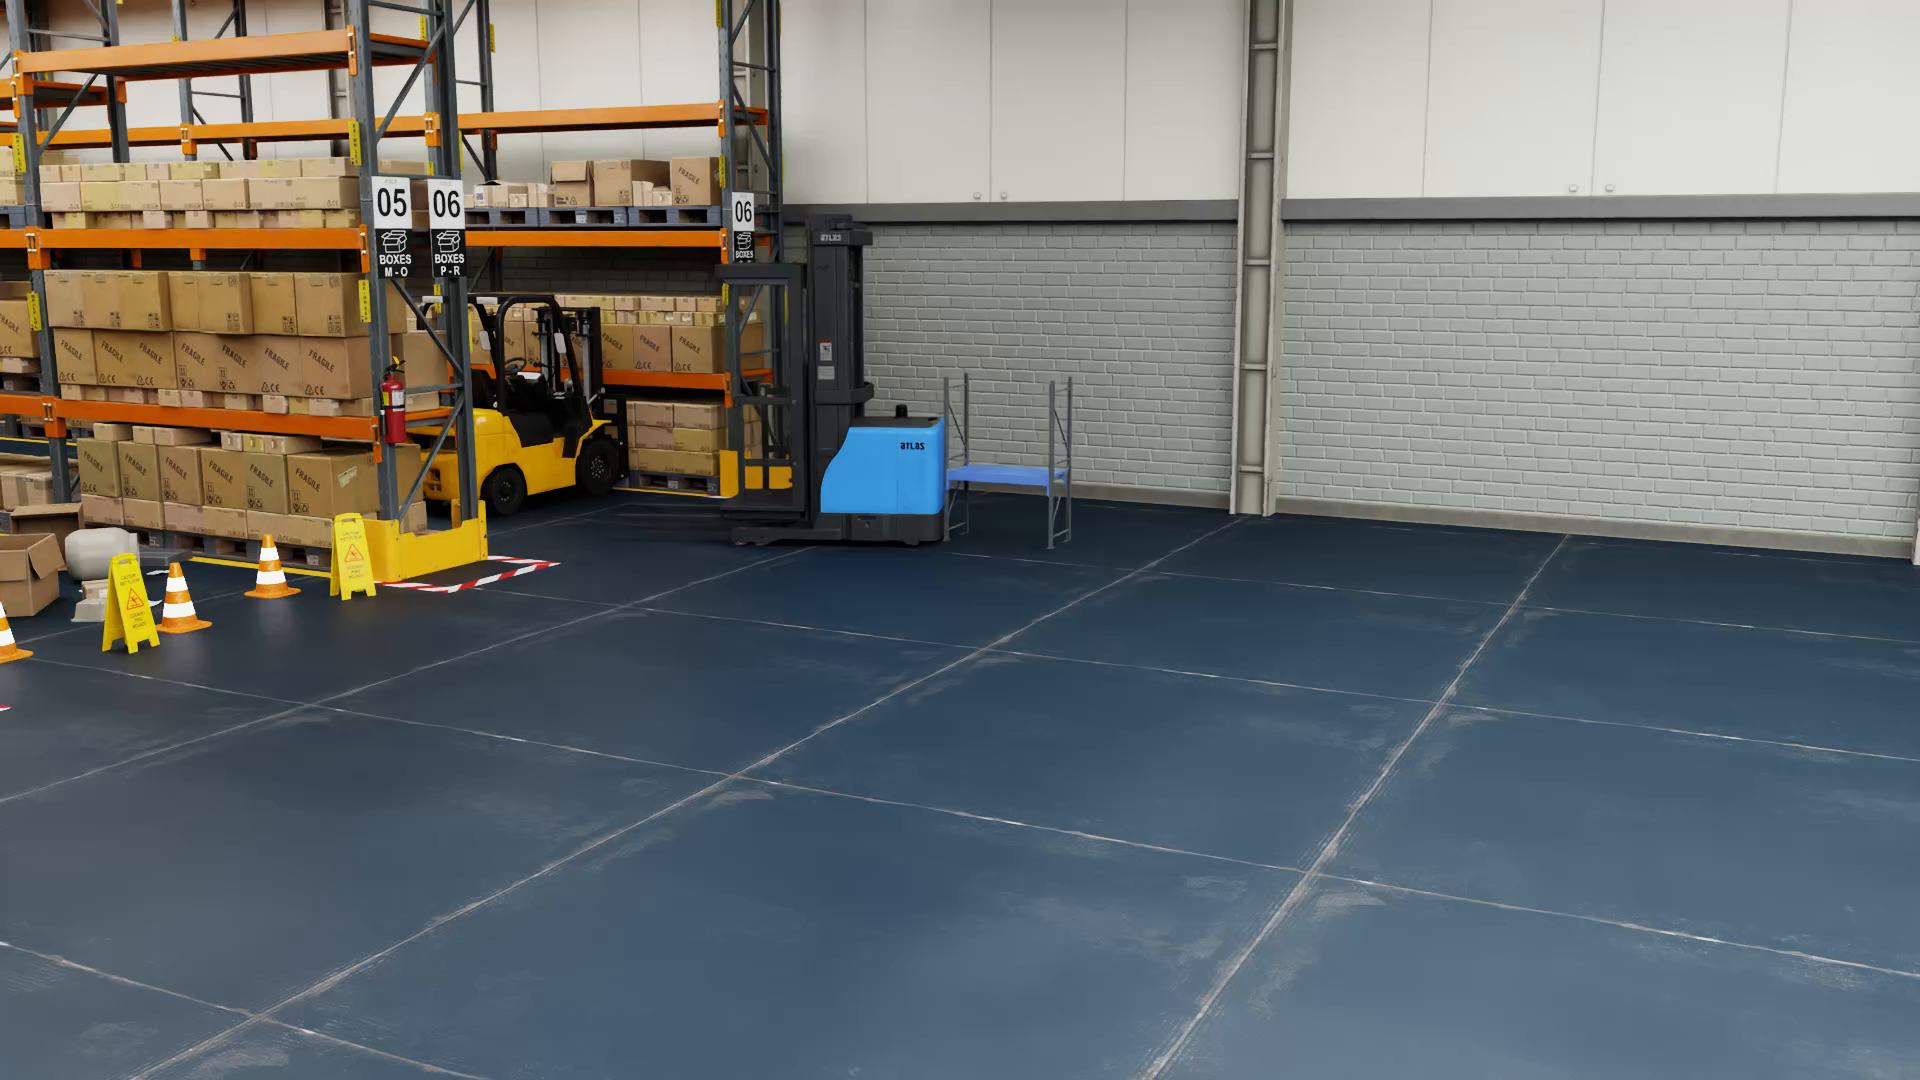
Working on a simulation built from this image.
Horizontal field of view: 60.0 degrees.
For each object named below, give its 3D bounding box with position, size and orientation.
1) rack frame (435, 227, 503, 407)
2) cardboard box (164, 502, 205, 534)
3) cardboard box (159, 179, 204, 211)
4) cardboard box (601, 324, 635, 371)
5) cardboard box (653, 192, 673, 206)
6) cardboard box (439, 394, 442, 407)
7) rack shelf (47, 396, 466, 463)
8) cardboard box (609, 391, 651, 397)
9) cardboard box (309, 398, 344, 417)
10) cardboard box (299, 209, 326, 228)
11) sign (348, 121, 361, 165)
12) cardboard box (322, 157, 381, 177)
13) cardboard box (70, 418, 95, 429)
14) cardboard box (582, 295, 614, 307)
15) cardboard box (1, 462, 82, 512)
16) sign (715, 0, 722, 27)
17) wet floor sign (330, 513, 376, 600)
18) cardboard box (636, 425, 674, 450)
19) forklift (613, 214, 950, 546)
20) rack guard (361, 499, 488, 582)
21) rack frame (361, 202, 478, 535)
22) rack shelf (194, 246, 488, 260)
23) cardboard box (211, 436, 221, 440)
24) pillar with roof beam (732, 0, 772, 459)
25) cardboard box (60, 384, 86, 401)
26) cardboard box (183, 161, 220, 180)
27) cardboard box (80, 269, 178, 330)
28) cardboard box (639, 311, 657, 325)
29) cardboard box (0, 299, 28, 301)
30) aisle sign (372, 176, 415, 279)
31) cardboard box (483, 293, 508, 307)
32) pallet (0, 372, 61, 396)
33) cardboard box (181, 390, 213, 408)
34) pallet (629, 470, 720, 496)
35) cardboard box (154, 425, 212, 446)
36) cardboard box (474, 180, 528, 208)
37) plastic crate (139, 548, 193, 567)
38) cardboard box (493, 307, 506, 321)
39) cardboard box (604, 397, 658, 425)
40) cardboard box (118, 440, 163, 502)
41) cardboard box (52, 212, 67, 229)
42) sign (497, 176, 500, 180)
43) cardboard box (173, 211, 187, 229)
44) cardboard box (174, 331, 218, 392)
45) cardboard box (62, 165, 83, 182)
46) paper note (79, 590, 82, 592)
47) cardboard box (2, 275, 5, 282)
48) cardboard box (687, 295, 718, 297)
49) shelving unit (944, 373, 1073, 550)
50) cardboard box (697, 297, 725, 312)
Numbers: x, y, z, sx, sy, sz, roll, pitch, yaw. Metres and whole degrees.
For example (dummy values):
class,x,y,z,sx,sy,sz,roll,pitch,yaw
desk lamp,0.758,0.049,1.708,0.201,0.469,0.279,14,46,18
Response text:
class,x,y,z,sx,sy,sz,roll,pitch,yaw
rack frame,-5.791,-2.340,19.757,0.127,3.000,1.000,5,11,26
cardboard box,-6.614,-0.229,14.636,0.500,0.250,0.500,5,11,25
cardboard box,-6.347,-2.897,13.998,0.500,0.250,0.500,5,11,26
cardboard box,-3.682,-2.154,18.446,0.500,0.500,0.500,5,11,25
cardboard box,-3.081,-3.650,17.817,0.250,0.149,0.380,5,11,24
cardboard box,-6.264,-1.417,20.148,0.625,0.625,0.875,6,12,28
rack shelf,-6.190,-1.035,14.568,4.000,0.370,1.077,5,11,26
cardboard box,-3.901,-1.560,19.181,0.500,0.250,0.500,5,11,25
cardboard box,-5.103,-1.106,13.642,0.250,0.149,0.380,5,11,25
cardboard box,-5.078,-2.582,13.377,0.250,0.149,0.380,5,11,26
sign,-4.660,-3.056,12.806,0.005,0.325,0.100,5,11,26
cardboard box,-4.831,-2.956,13.204,0.250,0.149,0.380,5,11,26
cardboard box,-11.703,-1.793,22.572,0.500,0.500,0.500,5,11,24
cardboard box,-3.996,-2.654,18.555,0.250,0.149,0.380,5,11,27
cardboard box,-8.455,-0.502,15.798,0.625,0.372,0.950,5,11,27
sign,-2.457,-5.390,16.918,0.005,0.325,0.100,5,11,26
wet floor sign,-4.700,0.113,12.816,0.267,0.644,0.232,-10,14,-43
cardboard box,-3.224,-1.154,18.342,0.500,0.250,0.500,5,11,25
forklift,-1.642,-1.481,15.202,3.031,2.935,1.130,1,10,6
rack guard,-4.465,-0.008,13.889,0.348,0.500,1.175,5,11,26
rack frame,-4.397,-1.232,13.633,0.127,3.000,1.000,5,11,26
rack shelf,-7.585,-3.620,20.425,4.000,0.370,1.077,5,11,26
cardboard box,-6.420,-0.686,15.054,0.500,0.500,0.500,6,12,29
pillar with roof beam,-4.334,-4.488,14.781,0.400,9.000,9.100,5,11,26
cardboard box,-7.843,-1.347,14.977,0.250,0.149,0.380,5,11,26
cardboard box,-6.221,-3.072,13.842,0.250,0.149,0.380,5,12,27
cardboard box,-7.237,-2.122,14.626,0.500,0.500,0.700,5,11,26
cardboard box,-3.304,-2.443,18.222,0.250,0.149,0.380,5,11,25
cardboard box,-8.945,-1.988,15.516,0.500,0.500,0.500,5,11,26
aisle sign,-4.470,-2.460,13.119,0.004,0.787,0.394,5,11,26
cardboard box,-5.354,-2.779,19.245,0.250,0.149,0.380,5,11,27
pallet,-8.605,-1.536,15.853,1.213,0.211,1.003,5,11,26
cardboard box,-6.462,-1.230,14.327,0.250,0.149,0.380,5,11,26
pallet,-2.908,-0.706,18.560,1.213,0.211,1.003,5,11,26
cardboard box,-6.784,-0.919,14.519,0.250,0.149,0.380,6,12,29
cardboard box,-5.153,-3.924,18.874,0.500,0.311,0.500,5,12,27
plastic crate,-6.939,0.144,14.228,0.583,0.080,0.402,1,10,6
cardboard box,-5.143,-2.605,19.119,0.250,0.149,0.380,5,11,26
cardboard box,-3.672,-1.434,18.487,0.500,0.250,0.500,5,11,27
cardboard box,-7.089,-0.640,14.798,0.500,0.500,0.500,6,12,28
cardboard box,-7.811,-2.835,14.775,0.250,0.149,0.380,5,11,25
sign,-5.547,-4.198,19.927,0.005,0.325,0.100,5,11,26
cardboard box,-6.428,-2.714,14.105,0.250,0.149,0.380,5,11,26
cardboard box,-6.346,-1.549,14.272,0.500,0.500,0.500,5,11,26
cardboard box,-7.600,-3.199,14.547,0.250,0.149,0.380,5,12,28
paper note,-6.821,0.387,13.056,0.148,0.019,0.142,-10,14,-43
cardboard box,-14.183,-3.572,24.043,0.500,0.500,0.500,5,11,24
cardboard box,-2.873,-2.645,18.503,0.250,0.149,0.380,5,12,27
shelving unit,0.433,-0.729,15.067,1.048,1.500,0.538,4,11,23
cardboard box,-2.618,-2.534,17.892,0.250,0.149,0.380,5,11,26
